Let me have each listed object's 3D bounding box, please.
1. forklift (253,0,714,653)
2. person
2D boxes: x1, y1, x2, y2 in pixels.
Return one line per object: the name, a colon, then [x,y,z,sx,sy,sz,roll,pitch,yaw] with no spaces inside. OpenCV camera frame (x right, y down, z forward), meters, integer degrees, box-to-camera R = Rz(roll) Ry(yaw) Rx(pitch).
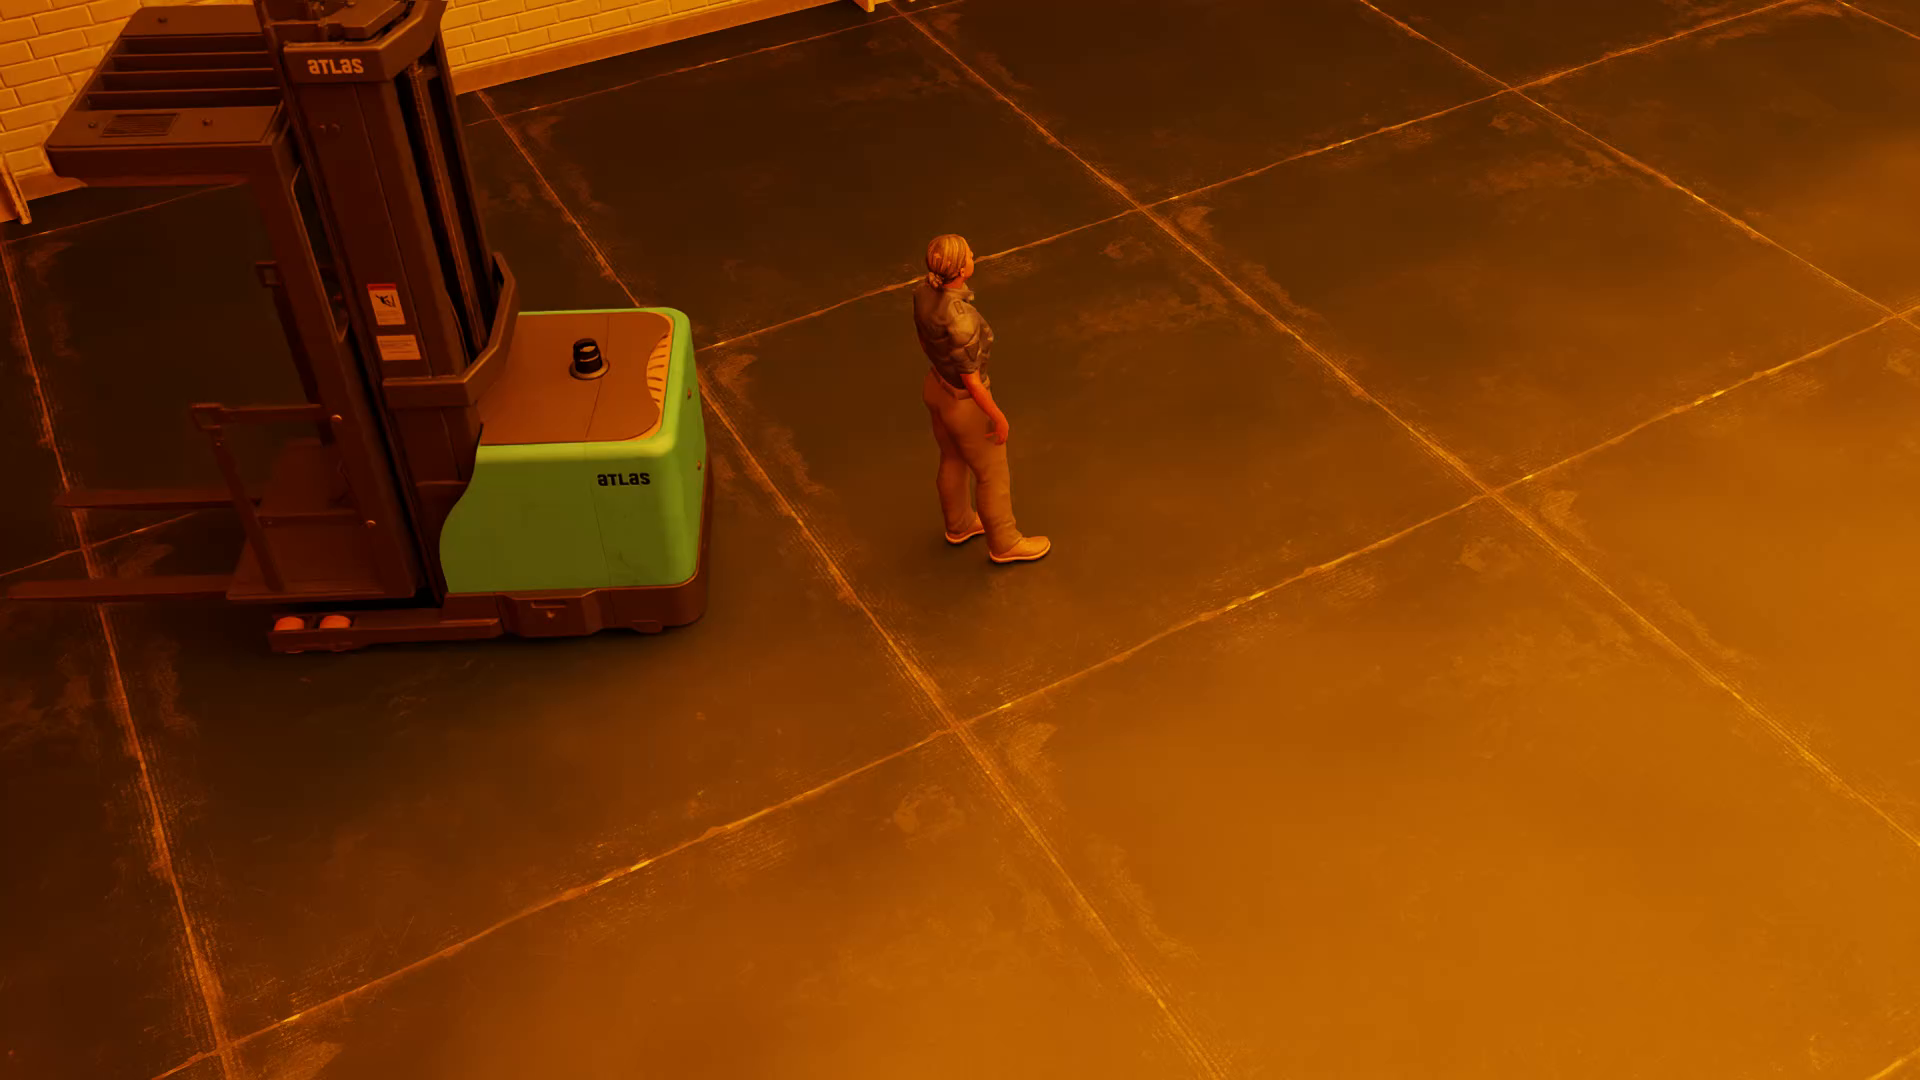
forklift: [-2.677,-0.948,6.720,3.031,2.935,1.130,-2,43,-2]
person: [0.086,-0.630,7.305,0.504,1.655,0.569,-21,47,-21]
